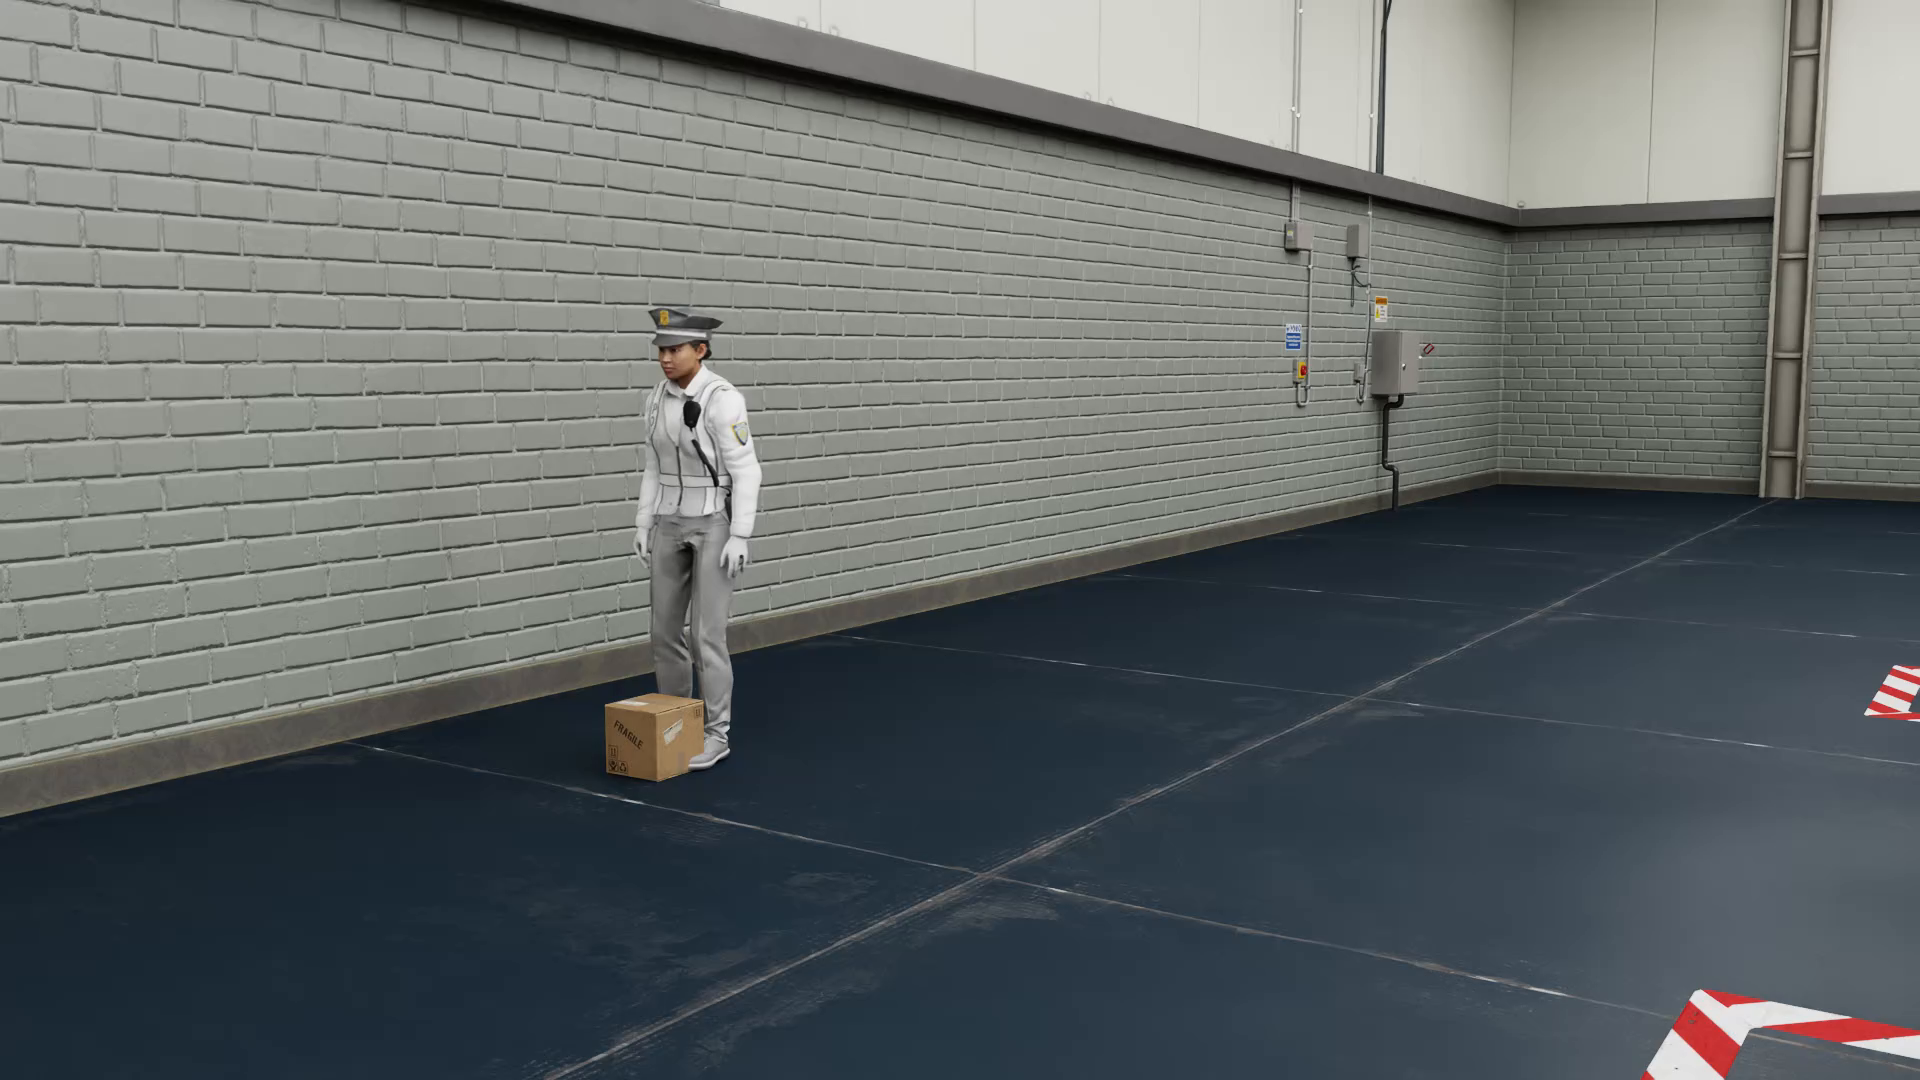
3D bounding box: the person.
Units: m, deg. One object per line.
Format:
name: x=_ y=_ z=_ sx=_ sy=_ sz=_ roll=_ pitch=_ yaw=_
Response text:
person: x=-0.983 y=-0.013 z=6.109 sx=0.536 sy=1.663 sz=0.405 roll=4 pitch=8 yaw=33
